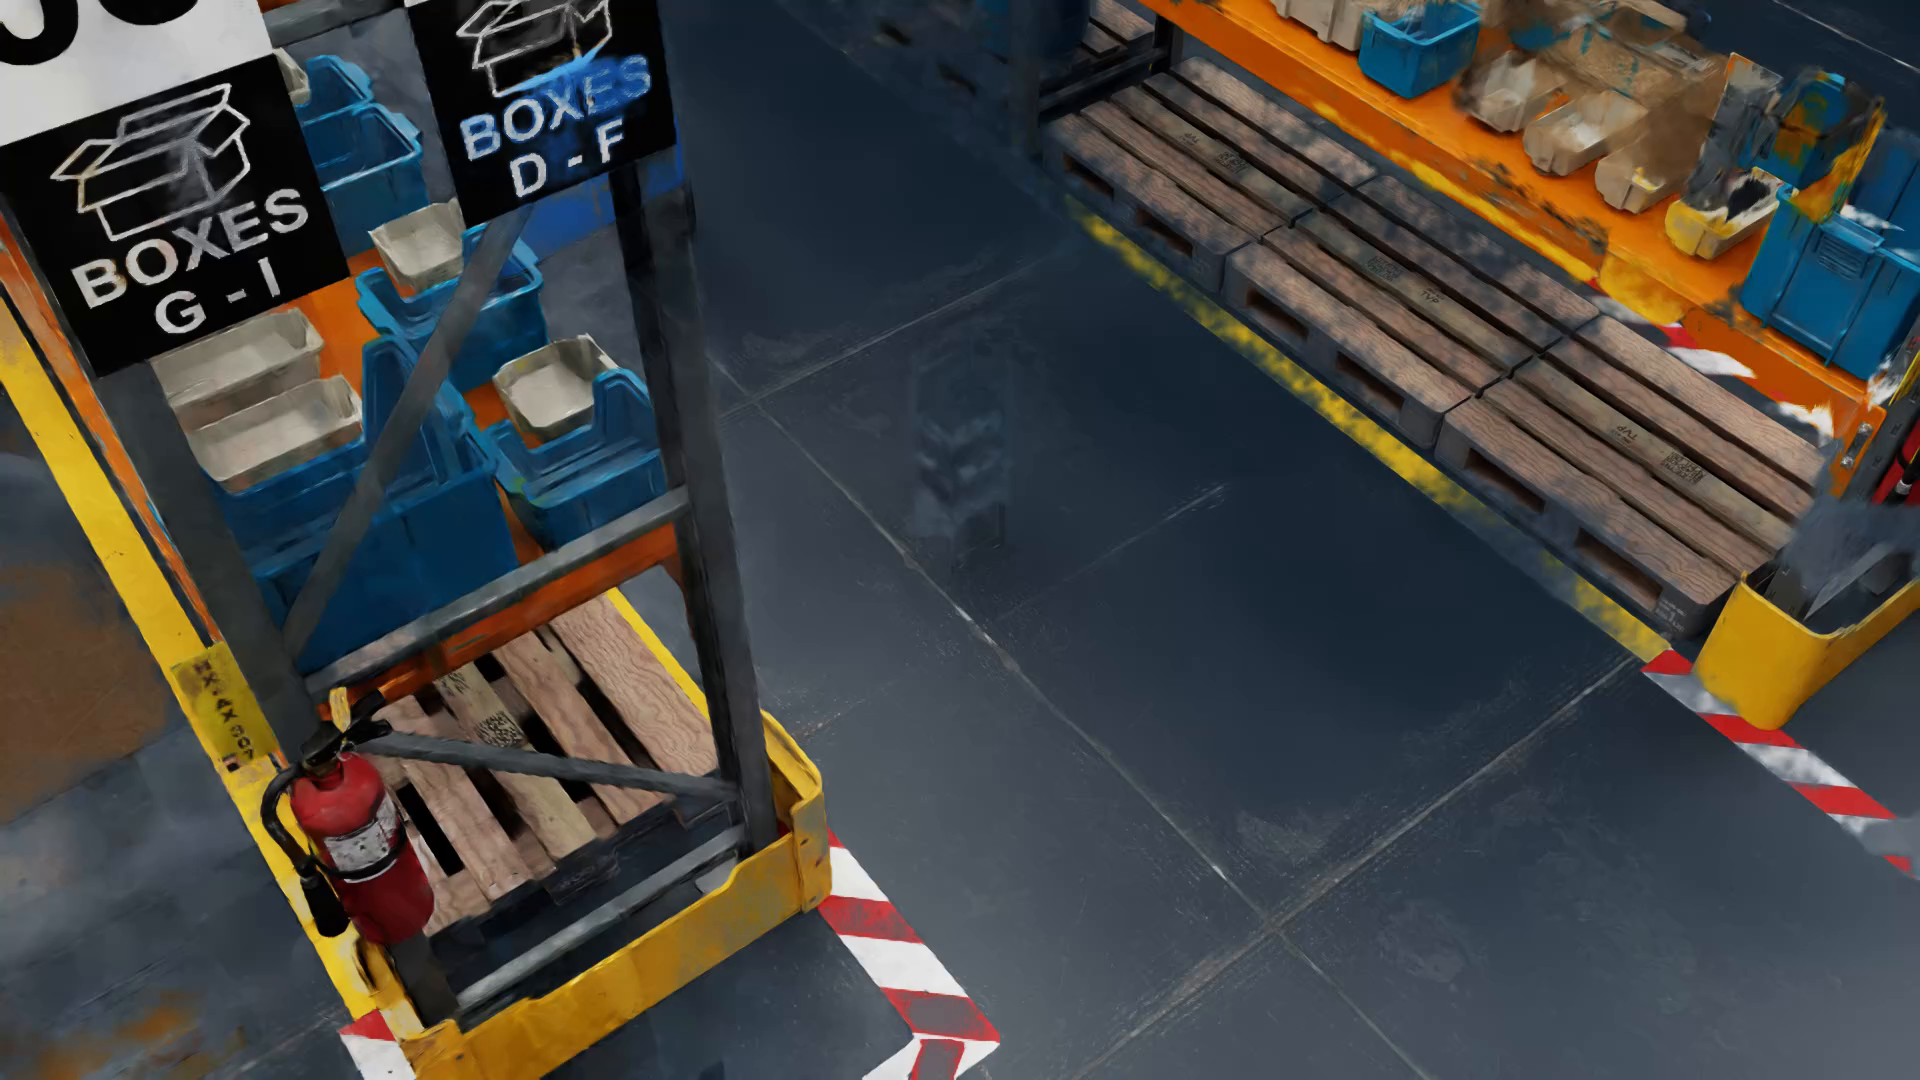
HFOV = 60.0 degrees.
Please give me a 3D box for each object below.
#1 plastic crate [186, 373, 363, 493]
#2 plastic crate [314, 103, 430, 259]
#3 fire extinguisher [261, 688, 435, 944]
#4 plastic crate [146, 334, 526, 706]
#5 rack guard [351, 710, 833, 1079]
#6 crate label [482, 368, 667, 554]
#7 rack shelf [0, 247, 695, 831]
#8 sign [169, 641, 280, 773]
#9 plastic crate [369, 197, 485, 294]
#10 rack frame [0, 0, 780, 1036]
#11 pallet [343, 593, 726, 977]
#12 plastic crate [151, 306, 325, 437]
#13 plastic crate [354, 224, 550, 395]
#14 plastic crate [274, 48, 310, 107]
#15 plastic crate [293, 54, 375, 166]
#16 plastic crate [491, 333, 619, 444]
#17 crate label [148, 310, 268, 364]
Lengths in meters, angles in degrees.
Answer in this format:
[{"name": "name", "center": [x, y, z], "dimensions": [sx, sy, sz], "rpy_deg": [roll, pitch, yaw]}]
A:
[{"name": "plastic crate", "center": [2.441, -1.041, 5.307], "dimensions": [0.396, 0.136, 0.243], "rpy_deg": [-29, 54, -24]}, {"name": "plastic crate", "center": [2.394, -1.743, 5.878], "dimensions": [0.416, 0.233, 0.300], "rpy_deg": [-29, 54, -24]}, {"name": "fire extinguisher", "center": [2.809, -0.266, 4.770], "dimensions": [0.296, 0.674, 0.183], "rpy_deg": [-29, 54, -24]}, {"name": "plastic crate", "center": [2.728, -0.856, 4.937], "dimensions": [0.616, 0.435, 0.499], "rpy_deg": [-29, 54, -24]}, {"name": "rack guard", "center": [3.104, 0.138, 5.787], "dimensions": [1.175, 0.500, 0.348], "rpy_deg": [-29, 54, -24]}, {"name": "crate label", "center": [3.191, -0.967, 5.175], "dimensions": [0.416, 0.233, 0.303], "rpy_deg": [-29, 54, -24]}, {"name": "rack shelf", "center": [1.868, -1.648, 6.205], "dimensions": [1.077, 0.370, 4.000], "rpy_deg": [-29, 54, -24]}, {"name": "sign", "center": [2.651, -0.508, 4.576], "dimensions": [0.100, 0.325, 0.005], "rpy_deg": [-29, 54, -24]}, {"name": "plastic crate", "center": [2.652, -1.561, 5.778], "dimensions": [0.250, 0.136, 0.298], "rpy_deg": [-29, 54, -24]}, {"name": "rack frame", "center": [3.079, -0.710, 4.869], "dimensions": [1.000, 3.000, 0.127], "rpy_deg": [-29, 54, -24]}, {"name": "pallet", "center": [2.611, -0.277, 6.359], "dimensions": [1.003, 0.211, 1.213], "rpy_deg": [-29, 54, -24]}, {"name": "plastic crate", "center": [2.277, -1.218, 5.467], "dimensions": [0.396, 0.136, 0.243], "rpy_deg": [-29, 54, -24]}, {"name": "plastic crate", "center": [2.793, -1.355, 5.526], "dimensions": [0.416, 0.233, 0.300], "rpy_deg": [-29, 54, -24]}, {"name": "plastic crate", "center": [1.951, -2.108, 6.274], "dimensions": [0.293, 0.136, 0.466], "rpy_deg": [-29, 54, -24]}, {"name": "plastic crate", "center": [2.213, -1.920, 6.039], "dimensions": [0.416, 0.233, 0.300], "rpy_deg": [-29, 54, -24]}, {"name": "plastic crate", "center": [3.063, -1.161, 5.415], "dimensions": [0.250, 0.136, 0.298], "rpy_deg": [-29, 54, -24]}, {"name": "crate label", "center": [2.089, -1.372, 5.606], "dimensions": [0.396, 0.136, 0.243], "rpy_deg": [-29, 54, -24]}]
